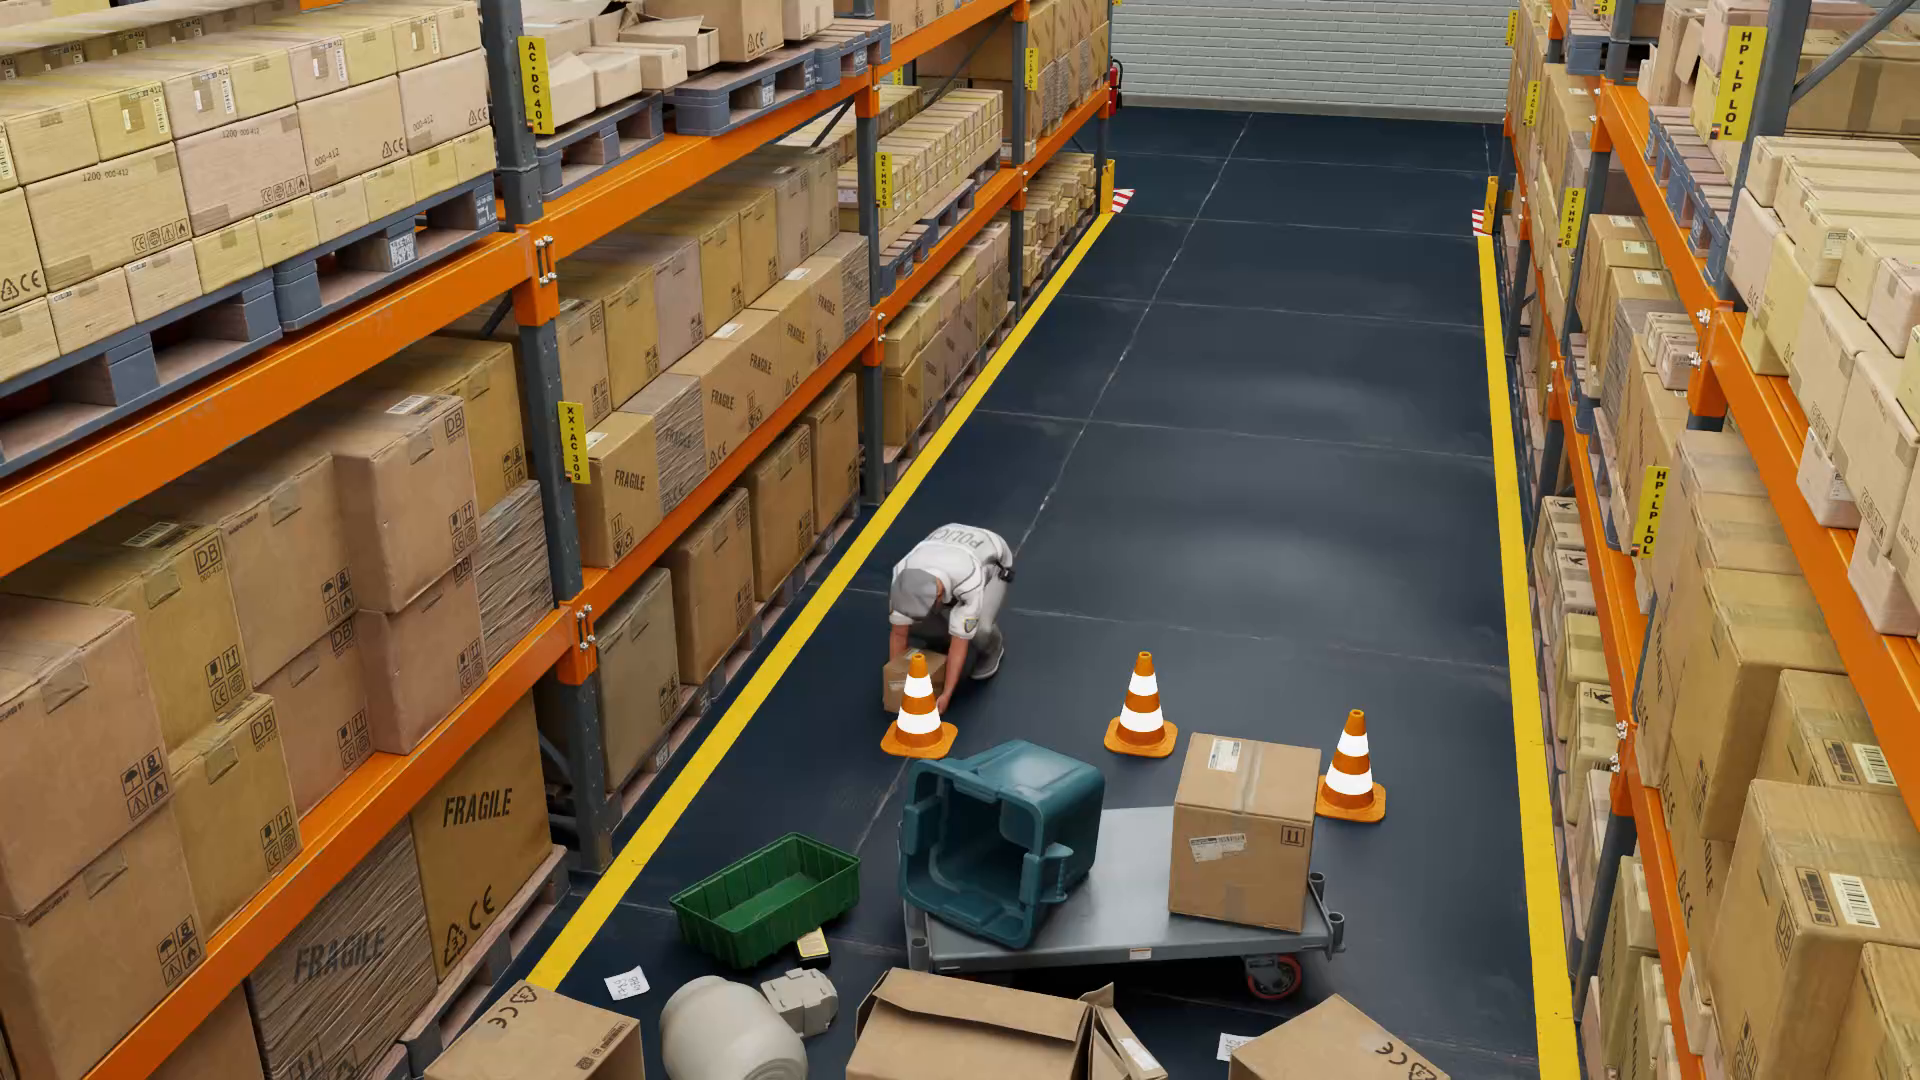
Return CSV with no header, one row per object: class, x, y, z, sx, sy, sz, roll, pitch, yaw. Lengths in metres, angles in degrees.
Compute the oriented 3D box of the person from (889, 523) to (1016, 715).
person,-0.068,0.361,8.478,0.527,0.819,1.020,11,27,23
